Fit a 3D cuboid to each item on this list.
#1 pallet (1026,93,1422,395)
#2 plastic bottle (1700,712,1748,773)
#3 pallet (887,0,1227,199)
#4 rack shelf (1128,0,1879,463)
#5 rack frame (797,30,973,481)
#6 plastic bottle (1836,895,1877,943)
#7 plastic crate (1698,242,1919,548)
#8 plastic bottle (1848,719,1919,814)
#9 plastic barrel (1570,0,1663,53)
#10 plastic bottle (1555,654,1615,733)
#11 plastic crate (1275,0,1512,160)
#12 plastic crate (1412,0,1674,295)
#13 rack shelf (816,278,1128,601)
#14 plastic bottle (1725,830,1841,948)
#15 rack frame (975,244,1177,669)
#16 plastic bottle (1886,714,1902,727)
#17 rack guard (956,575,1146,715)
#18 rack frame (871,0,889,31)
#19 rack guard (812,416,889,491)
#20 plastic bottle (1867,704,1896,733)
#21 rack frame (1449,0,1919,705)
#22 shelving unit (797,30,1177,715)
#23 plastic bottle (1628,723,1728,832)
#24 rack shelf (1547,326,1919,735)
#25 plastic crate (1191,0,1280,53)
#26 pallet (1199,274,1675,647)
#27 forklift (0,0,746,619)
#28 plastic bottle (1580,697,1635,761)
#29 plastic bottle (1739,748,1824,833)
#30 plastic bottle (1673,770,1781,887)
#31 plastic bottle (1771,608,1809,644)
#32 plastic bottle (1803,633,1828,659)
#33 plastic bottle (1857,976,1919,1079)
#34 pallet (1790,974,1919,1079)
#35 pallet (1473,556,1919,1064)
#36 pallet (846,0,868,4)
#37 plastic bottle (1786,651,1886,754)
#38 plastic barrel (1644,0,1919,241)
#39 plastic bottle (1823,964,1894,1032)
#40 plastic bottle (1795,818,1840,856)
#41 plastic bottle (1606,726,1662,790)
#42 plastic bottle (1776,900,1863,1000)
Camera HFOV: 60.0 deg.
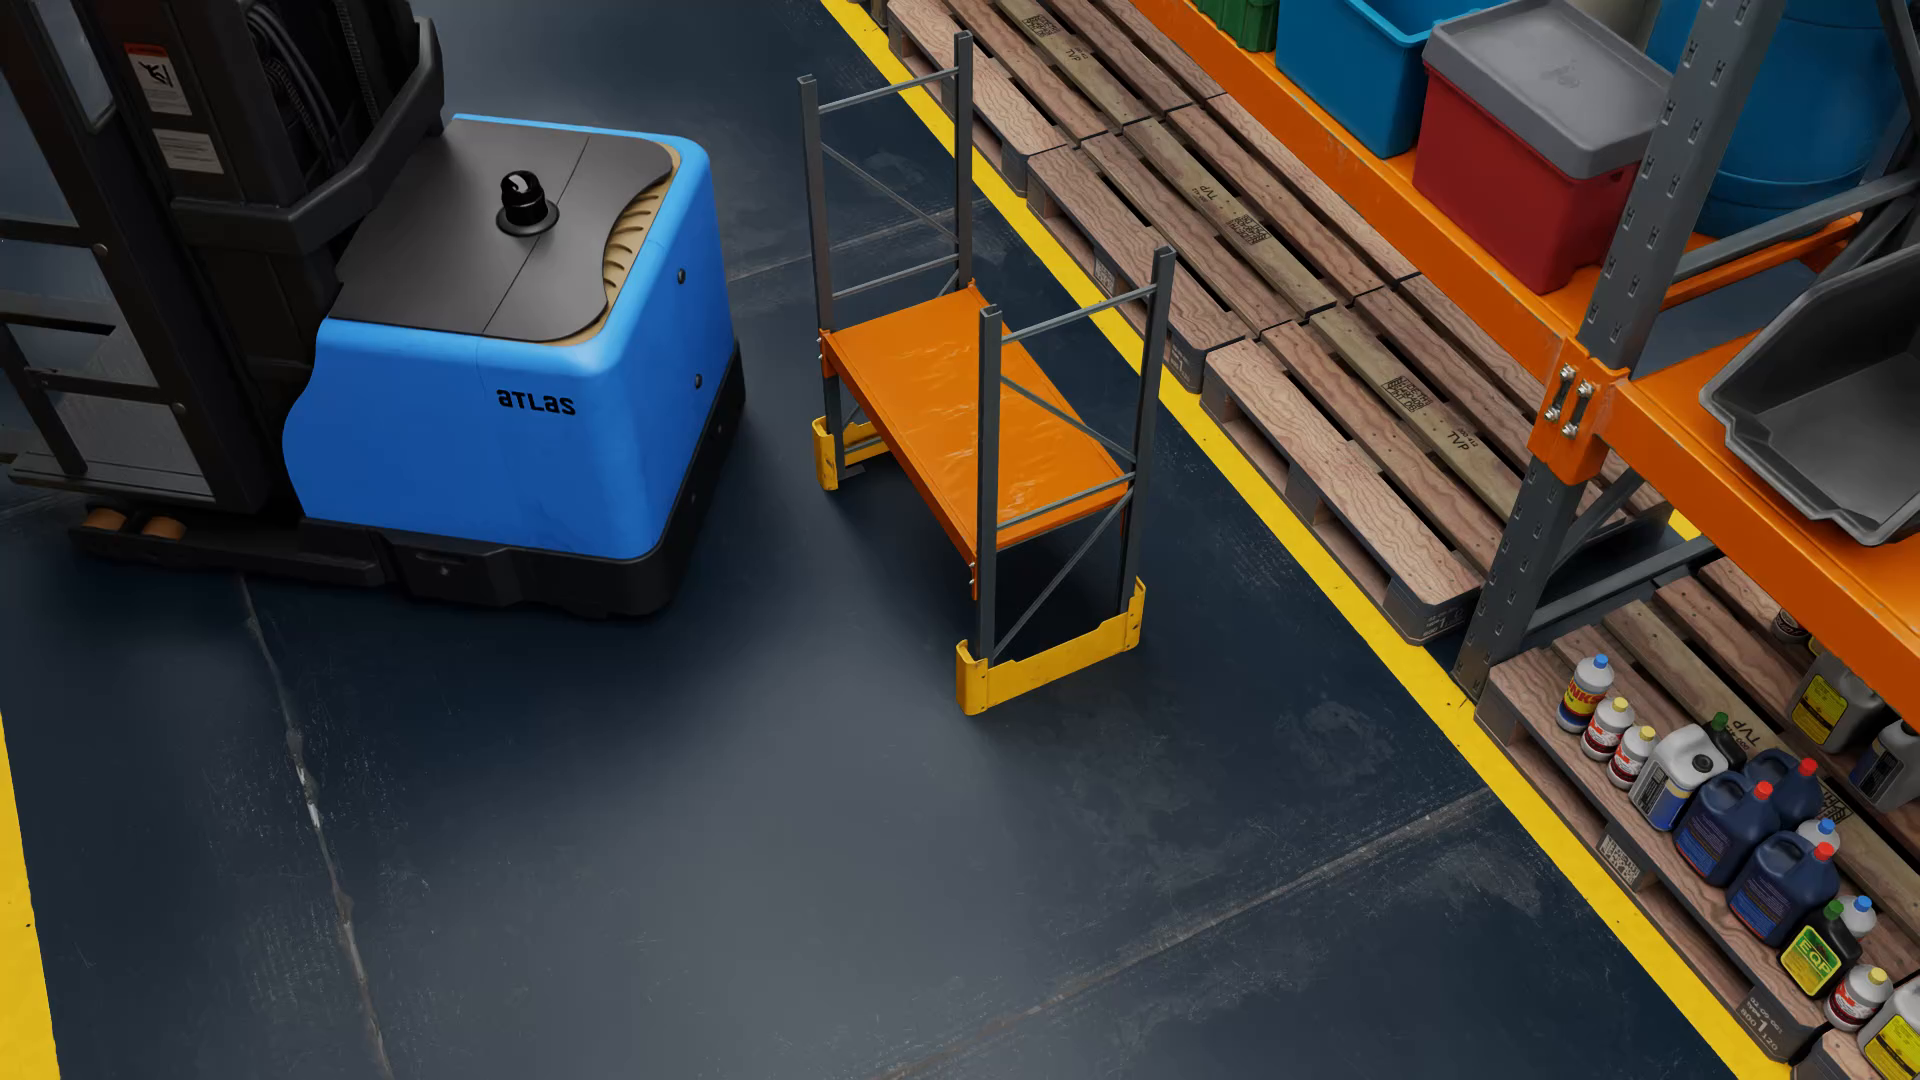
[{"bbox_3d":[0.959,-1.132,6.100,1.003,0.211,1.213,-21,52,-18],"label":"pallet"},{"bbox_3d":[1.938,0.564,4.277,0.061,0.283,0.133,-21,52,-18],"label":"plastic bottle"},{"bbox_3d":[0.405,-1.947,6.813,1.003,0.211,1.213,-21,52,-18],"label":"pallet"},{"bbox_3d":[1.000,-1.822,5.328,1.077,0.370,4.000,-21,52,-18],"label":"rack shelf"},{"bbox_3d":[-0.194,-0.777,4.933,0.500,1.500,0.032,-21,52,-18],"label":"rack frame"},{"bbox_3d":[2.103,0.928,3.965,0.097,0.271,0.097,0,49,0],"label":"plastic bottle"},{"bbox_3d":[2.042,-0.305,3.566,0.767,0.338,0.504,-21,52,-18],"label":"plastic crate"},{"bbox_3d":[2.434,0.560,4.285,0.152,0.276,0.135,-21,52,-18],"label":"plastic bottle"},{"bbox_3d":[1.672,-1.481,4.462,0.433,0.535,0.433,0,49,0],"label":"plastic barrel"},{"bbox_3d":[1.671,0.398,4.430,0.097,0.271,0.097,0,49,0],"label":"plastic bottle"},{"bbox_3d":[1.134,-1.346,4.445,0.392,0.384,0.575,-21,52,-18],"label":"plastic crate"},{"bbox_3d":[1.422,-0.960,4.054,0.402,0.464,0.583,-21,52,-18],"label":"plastic crate"},{"bbox_3d":[0.039,-0.318,4.771,0.538,0.185,1.000,-21,52,-18],"label":"rack shelf"},{"bbox_3d":[2.002,0.817,4.010,0.144,0.351,0.185,-23,53,-19],"label":"plastic bottle"},{"bbox_3d":[0.272,-0.096,4.338,0.500,1.500,0.032,-21,52,-18],"label":"rack frame"},{"bbox_3d":[2.554,0.467,4.316,0.144,0.351,0.185,-24,53,-19],"label":"plastic bottle"},{"bbox_3d":[0.263,0.302,4.820,0.587,0.250,0.087,-21,52,-18],"label":"rack guard"},{"bbox_3d":[0.085,-3.397,6.228,1.000,3.000,0.127,-21,52,-18],"label":"rack frame"},{"bbox_3d":[-0.193,-0.365,5.403,0.587,0.250,0.087,-21,52,-18],"label":"rack guard"},{"bbox_3d":[2.466,0.339,4.428,0.144,0.351,0.185,-22,53,-18],"label":"plastic bottle"},{"bbox_3d":[1.915,-0.720,3.887,1.000,3.000,0.127,-21,52,-18],"label":"rack frame"},{"bbox_3d":[0.035,-0.443,4.641,0.587,1.500,1.083,-21,52,-18],"label":"shelving unit"},{"bbox_3d":[1.843,0.603,4.247,0.152,0.276,0.135,-19,52,-16],"label":"plastic bottle"},{"bbox_3d":[2.830,0.855,2.987,1.077,0.370,4.000,-21,52,-18],"label":"rack shelf"},{"bbox_3d":[0.867,-1.719,4.901,0.450,0.188,0.662,-21,52,-18],"label":"plastic crate"},{"bbox_3d":[1.521,-0.314,5.385,1.003,0.211,1.213,-21,52,-18],"label":"pallet"},{"bbox_3d":[-2.283,-1.265,4.409,3.031,2.935,1.130,7,49,6],"label":"forklift"},{"bbox_3d":[1.718,0.489,4.397,0.097,0.201,0.097,0,49,0],"label":"plastic bottle"},{"bbox_3d":[2.044,0.641,4.164,0.144,0.351,0.185,-21,52,-18],"label":"plastic bottle"},{"bbox_3d":[1.916,0.690,4.121,0.144,0.351,0.185,-20,52,-17],"label":"plastic bottle"},{"bbox_3d":[2.358,0.192,4.656,0.097,0.201,0.097,0,49,0],"label":"plastic bottle"},{"bbox_3d":[2.429,0.238,4.562,0.061,0.283,0.133,-19,51,-16],"label":"plastic bottle"},{"bbox_3d":[2.196,1.101,3.762,0.144,0.351,0.185,-22,52,-18],"label":"plastic bottle"},{"bbox_3d":[2.748,1.479,3.816,1.003,0.211,1.213,-21,52,-18],"label":"pallet"},{"bbox_3d":[2.185,0.662,4.531,1.003,0.211,1.213,-21,52,-18],"label":"pallet"},{"bbox_3d":[-0.313,-2.992,7.727,1.003,0.211,1.213,-21,52,-18],"label":"pallet"},{"bbox_3d":[2.338,0.389,4.385,0.144,0.351,0.185,-21,52,-18],"label":"plastic bottle"},{"bbox_3d":[2.008,-1.248,4.016,0.600,0.901,0.708,-21,52,-18],"label":"plastic barrel"},{"bbox_3d":[2.111,1.063,3.894,0.097,0.201,0.097,0,49,0],"label":"plastic bottle"},{"bbox_3d":[2.089,0.772,4.102,0.097,0.271,0.097,0,49,0],"label":"plastic bottle"},{"bbox_3d":[1.764,0.557,4.337,0.097,0.201,0.097,0,49,0],"label":"plastic bottle"},{"bbox_3d":[2.040,0.964,3.927,0.061,0.283,0.133,-19,52,-16],"label":"plastic bottle"}]
